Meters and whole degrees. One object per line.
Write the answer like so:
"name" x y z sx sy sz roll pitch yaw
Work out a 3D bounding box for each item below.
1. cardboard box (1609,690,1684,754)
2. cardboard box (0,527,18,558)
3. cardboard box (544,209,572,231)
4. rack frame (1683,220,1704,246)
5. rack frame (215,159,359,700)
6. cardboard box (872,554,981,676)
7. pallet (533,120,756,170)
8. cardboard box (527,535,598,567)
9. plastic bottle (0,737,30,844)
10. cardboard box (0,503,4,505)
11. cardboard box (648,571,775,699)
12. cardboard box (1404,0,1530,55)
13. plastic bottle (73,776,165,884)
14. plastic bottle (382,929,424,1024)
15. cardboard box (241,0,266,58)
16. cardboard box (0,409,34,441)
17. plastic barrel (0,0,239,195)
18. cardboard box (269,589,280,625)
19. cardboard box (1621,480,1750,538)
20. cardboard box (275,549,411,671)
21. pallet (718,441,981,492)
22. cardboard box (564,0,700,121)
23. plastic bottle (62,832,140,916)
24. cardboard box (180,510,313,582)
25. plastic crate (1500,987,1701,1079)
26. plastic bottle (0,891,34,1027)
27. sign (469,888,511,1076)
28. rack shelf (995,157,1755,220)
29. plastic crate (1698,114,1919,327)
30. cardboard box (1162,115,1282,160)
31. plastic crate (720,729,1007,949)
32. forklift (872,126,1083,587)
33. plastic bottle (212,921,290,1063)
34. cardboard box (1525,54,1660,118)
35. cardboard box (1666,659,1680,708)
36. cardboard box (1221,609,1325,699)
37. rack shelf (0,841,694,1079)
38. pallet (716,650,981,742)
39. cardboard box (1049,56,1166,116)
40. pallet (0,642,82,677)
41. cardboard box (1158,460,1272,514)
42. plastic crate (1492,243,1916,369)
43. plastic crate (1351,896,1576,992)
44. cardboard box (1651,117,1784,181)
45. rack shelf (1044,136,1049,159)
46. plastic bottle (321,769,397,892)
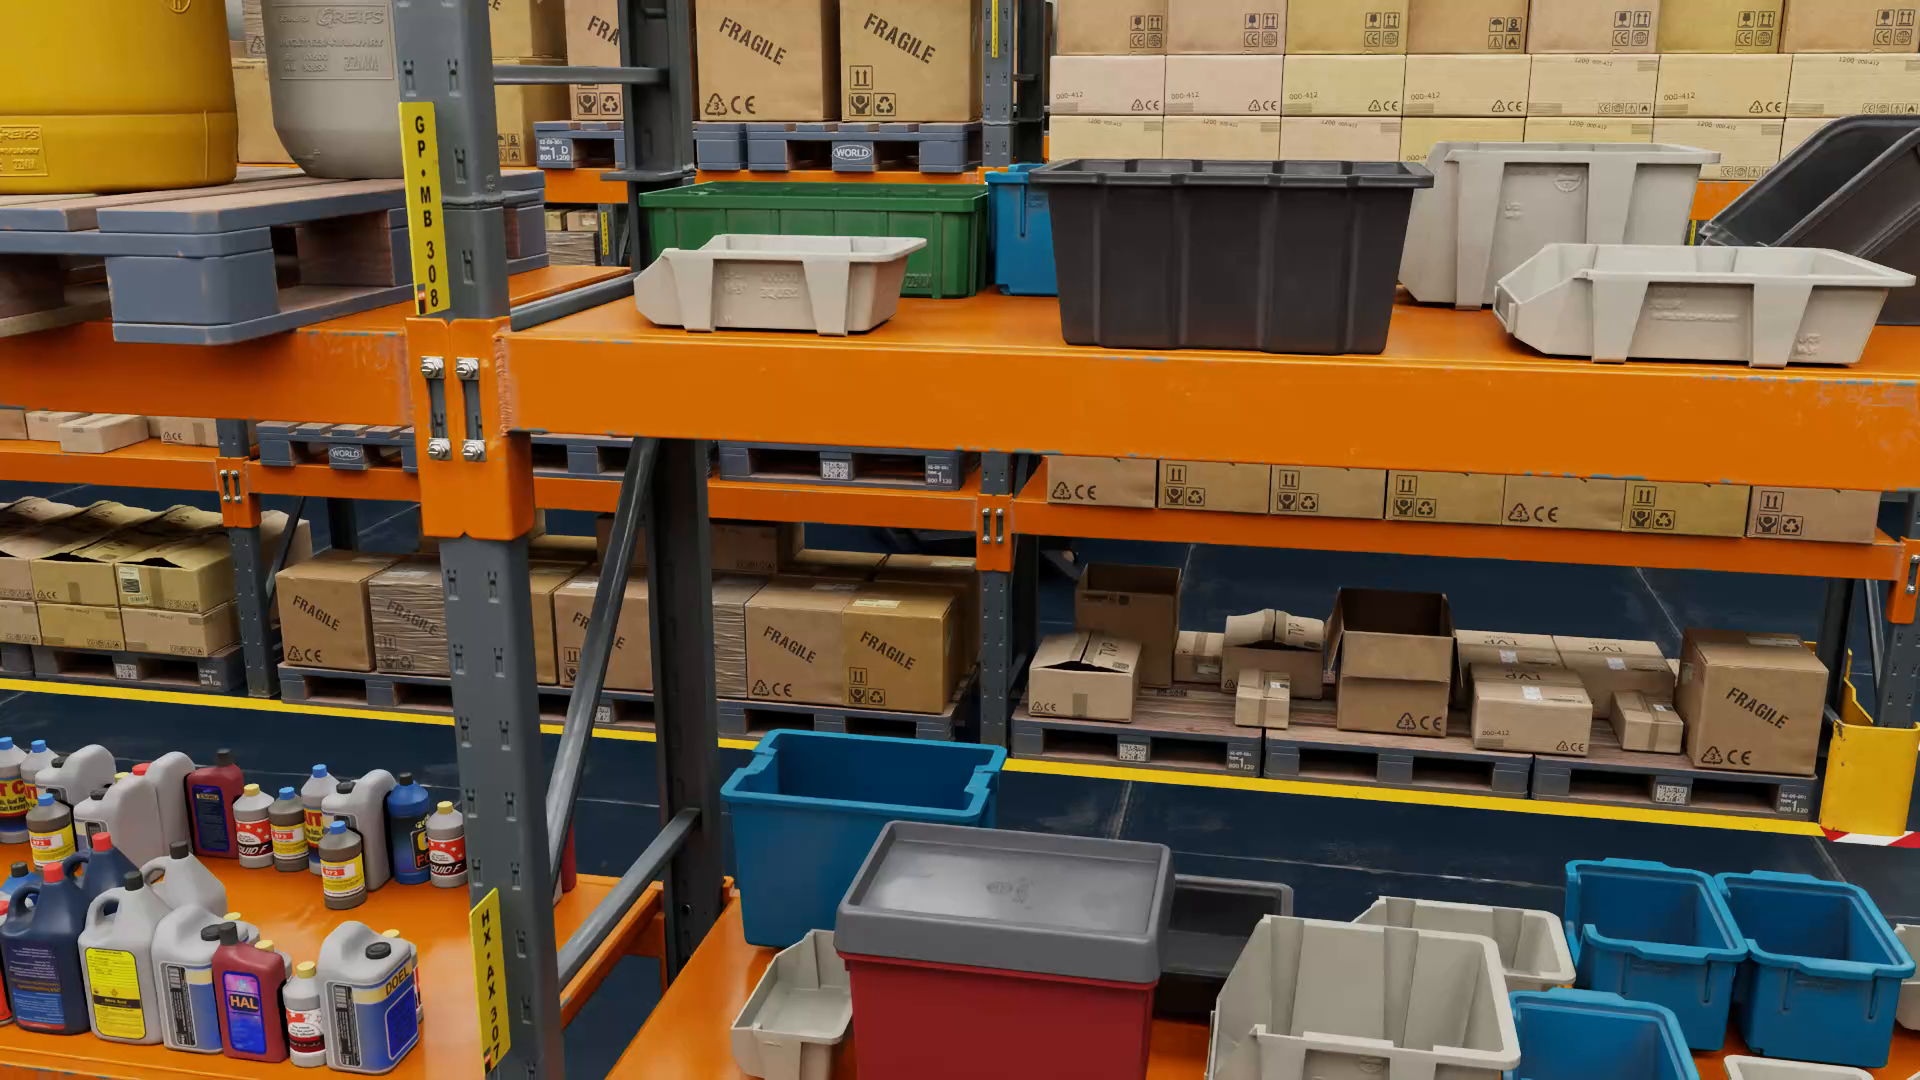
"cardboard box" 3.218 0.845 7.806 0.250 0.166 0.380 3 16 11
"cardboard box" -5.719 0.084 9.384 0.500 0.311 0.500 4 16 13
"cardboard box" -3.340 -2.617 13.594 0.250 0.149 0.380 0 15 2
"rack frame" 5.162 -1.595 12.131 0.127 3.000 1.000 3 16 11
"rack frame" -3.661 -0.724 8.988 0.127 3.000 1.000 3 16 11
"cardboard box" -0.167 0.392 8.818 0.500 0.500 0.500 2 16 9
"pallet" -1.383 -1.974 8.232 1.003 0.211 1.213 3 16 11
"cardboard box" -2.191 0.284 9.205 0.500 0.500 0.500 3 16 9
"plastic bottle" -2.448 0.642 4.298 0.097 0.271 0.097 0 15 0
"cardboard box" -6.127 -0.085 9.993 0.500 0.311 0.500 3 16 11
"cardboard box" -1.256 0.474 8.519 0.500 0.500 0.500 3 16 12
"cardboard box" 2.216 -2.396 7.343 0.500 0.500 0.700 3 16 11
"plastic bottle" -2.047 0.710 4.042 0.135 0.276 0.152 3 16 11
"plastic bottle" -1.176 0.910 3.461 0.097 0.201 0.097 0 15 0
"cardboard box" -3.235 -2.675 8.351 0.500 0.500 0.500 3 16 11
"cardboard box" -5.309 -0.858 9.282 0.500 0.500 0.500 2 16 8
"plastic barrel" -1.667 -0.950 3.045 0.600 0.588 0.600 0 15 0
"cardboard box" -4.116 0.294 9.677 0.500 0.250 0.500 3 16 11
"cardboard box" 3.176 -0.326 7.364 0.500 0.500 0.500 3 16 12
"cardboard box" -3.272 0.367 8.906 0.500 0.500 0.500 4 16 13
"pallet" -0.503 -0.490 8.502 1.213 0.211 1.003 3 16 11
"cardboard box" -1.528 -2.372 8.157 0.600 0.600 0.600 2 16 9
"plastic bottle" -1.850 0.797 3.589 0.185 0.351 0.144 3 16 11
"cardboard box" -4.116 0.023 9.602 0.500 0.311 0.500 4 16 13
"plastic crate" 1.124 1.006 2.941 0.300 0.233 0.416 3 16 11
"plastic bottle" -2.035 0.861 3.497 0.135 0.276 0.152 3 16 11
"sign" -0.843 0.794 2.987 0.005 0.325 0.100 3 16 11
"rack shelf" 2.219 -1.504 7.531 4.000 0.370 1.077 3 16 11
"plastic crate" 1.745 -0.572 2.935 0.767 0.338 0.504 3 16 11
"cardboard box" 1.175 -1.767 7.413 0.500 0.250 0.500 3 16 11
"plastic crate" -0.207 0.698 3.769 0.575 0.384 0.392 3 16 11
"forklift" 0.158 -1.226 10.927 1.130 2.935 3.031 -4 16 -14
"plastic bottle" -1.418 0.903 3.330 0.133 0.283 0.061 3 16 11
"cardboard box" 2.645 -1.928 7.058 0.500 0.250 0.500 3 16 11
"cardboard box" 3.592 0.729 8.224 0.250 0.166 0.380 3 16 11
"cardboard box" 1.609 0.568 8.535 0.500 0.311 0.500 3 16 11
"rack shelf" -2.692 1.024 4.023 4.000 0.370 1.077 3 16 11
"pallet" -0.546 0.799 8.713 1.213 0.211 1.003 3 16 11
"cardboard box" 0.686 -2.035 7.445 0.500 0.250 0.500 3 16 11
"pallet" -5.652 0.500 9.792 1.213 0.211 1.003 3 16 11
"cardboard box" 1.206 -0.435 7.756 0.500 0.500 0.500 3 16 12
"plastic crate" 1.113 -0.367 2.572 0.530 0.136 0.437 3 16 11
"plastic crate" 1.034 0.896 3.519 0.466 0.136 0.293 3 16 11
"cardboard box" 3.135 -1.660 7.027 0.500 0.250 0.500 3 16 11
"rack shelf" -0.718 -3.013 12.979 4.000 0.370 1.077 3 16 11
"plastic bottle" -1.468 0.700 4.078 0.135 0.276 0.152 3 16 11
